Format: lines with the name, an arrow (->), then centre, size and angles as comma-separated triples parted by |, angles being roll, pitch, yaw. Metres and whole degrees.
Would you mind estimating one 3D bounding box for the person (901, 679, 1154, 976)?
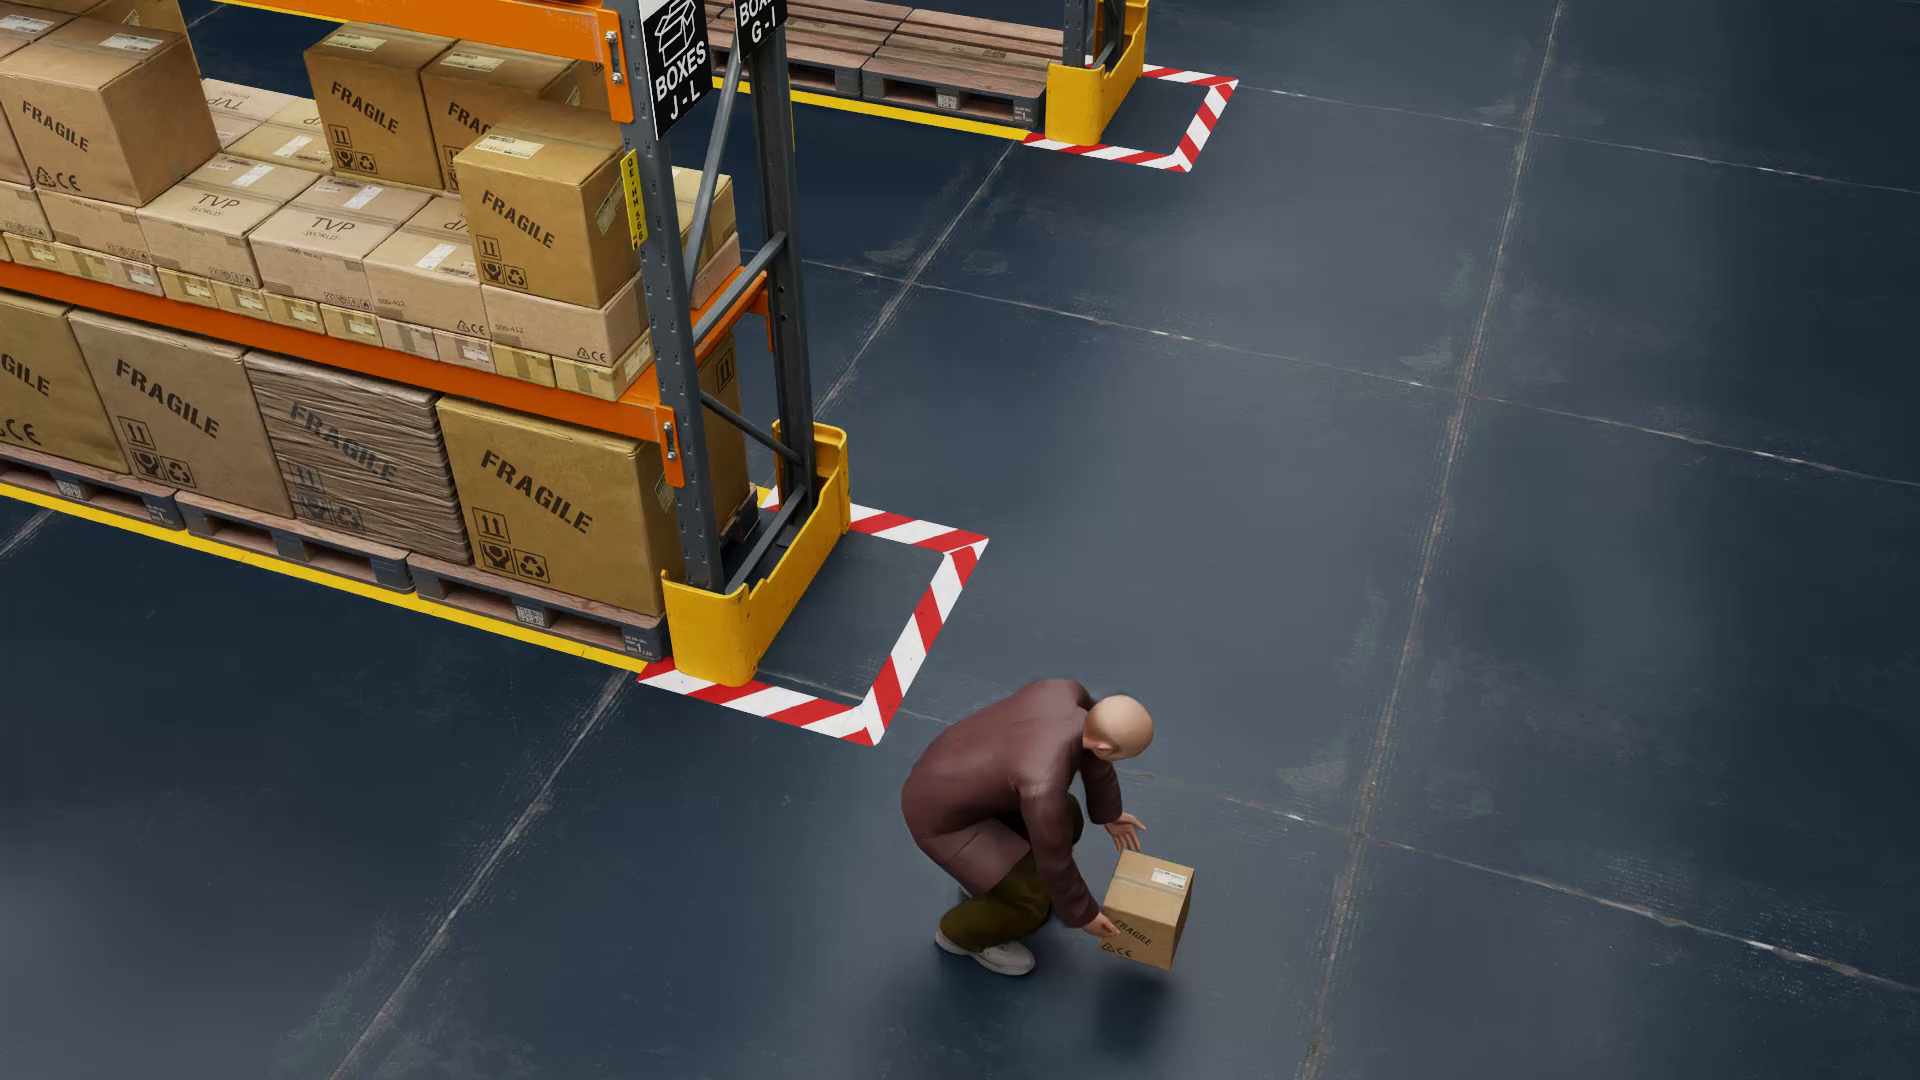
person -> 0.211, 0.910, 5.547 | 0.809, 1.222, 0.628 | 13, 43, 15
